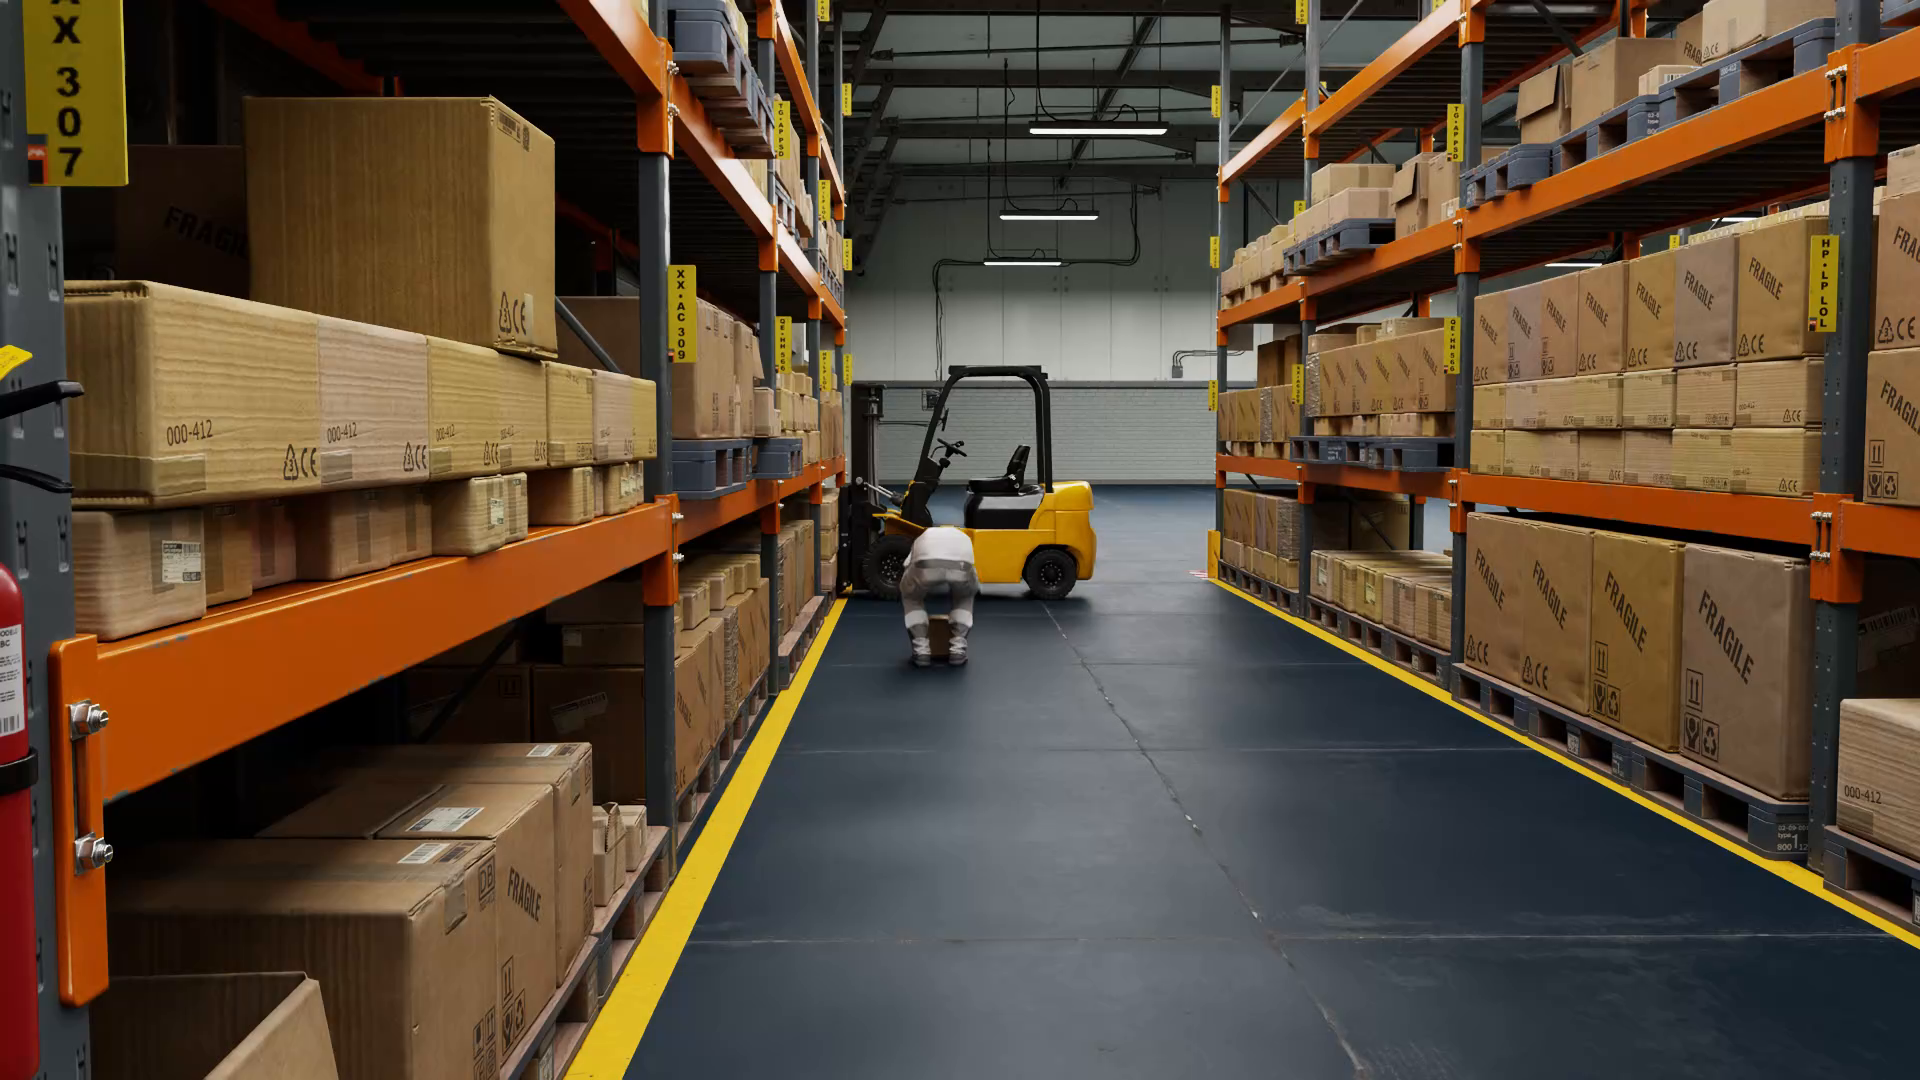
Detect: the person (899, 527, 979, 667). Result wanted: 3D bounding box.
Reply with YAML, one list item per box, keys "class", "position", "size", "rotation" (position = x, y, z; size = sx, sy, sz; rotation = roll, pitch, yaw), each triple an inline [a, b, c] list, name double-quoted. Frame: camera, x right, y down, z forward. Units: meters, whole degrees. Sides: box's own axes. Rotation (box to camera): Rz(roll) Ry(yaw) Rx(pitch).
- class: "person"
  position: [-0.145, 0.365, 11.180]
  size: [0.531, 0.925, 0.954]
  rotation: [0, 4, -4]
